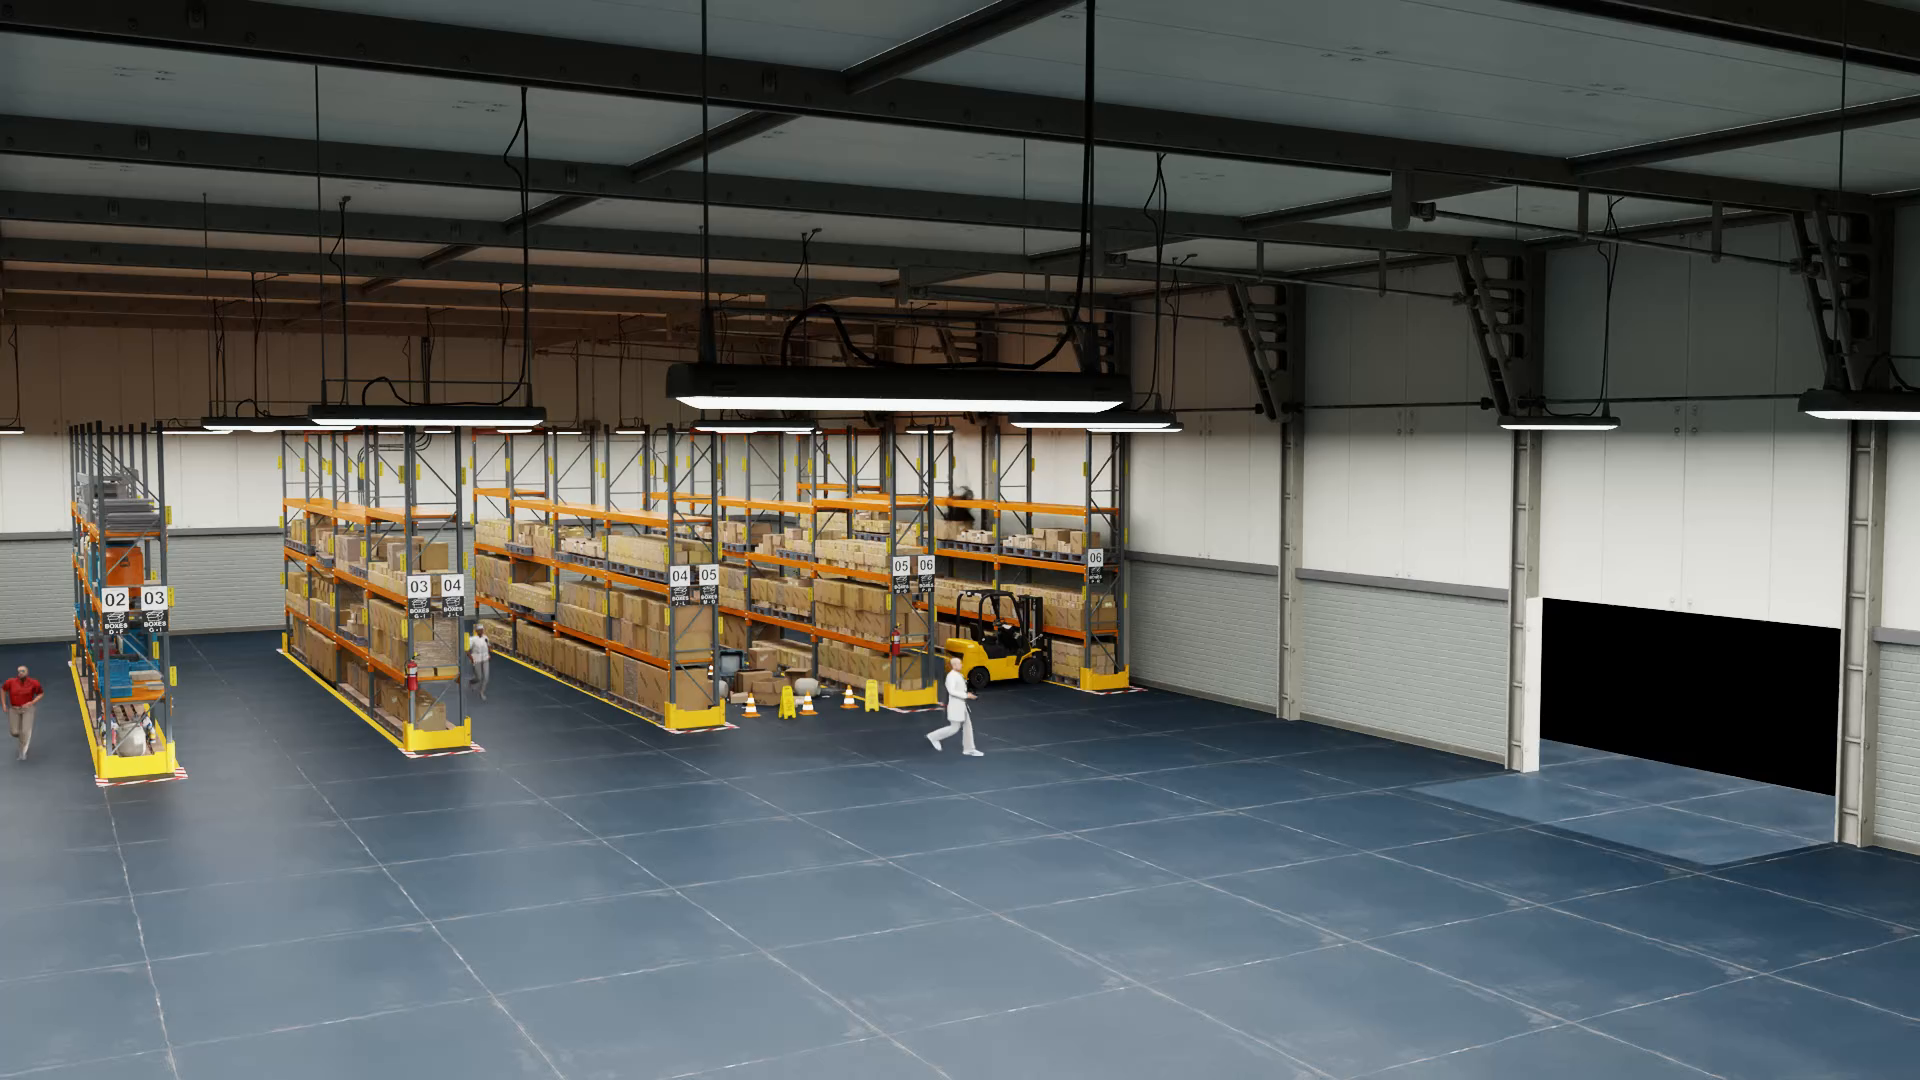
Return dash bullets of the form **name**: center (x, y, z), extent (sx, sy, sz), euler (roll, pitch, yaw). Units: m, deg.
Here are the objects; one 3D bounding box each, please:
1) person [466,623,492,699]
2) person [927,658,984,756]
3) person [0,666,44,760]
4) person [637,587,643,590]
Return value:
- **person**: center (-10.566, 2.650, 36.539), extent (0.554, 1.665, 0.578), euler (-3, 4, -38)
- **person**: center (-0.079, 2.989, 29.801), extent (1.018, 1.769, 0.717), euler (1, 4, 12)
- **person**: center (-16.737, 3.071, 29.676), extent (0.703, 1.685, 0.703), euler (-1, 4, -19)
- **person**: center (-9.611, 1.806, 50.396), extent (0.865, 1.623, 0.630), euler (-1, 4, -13)
